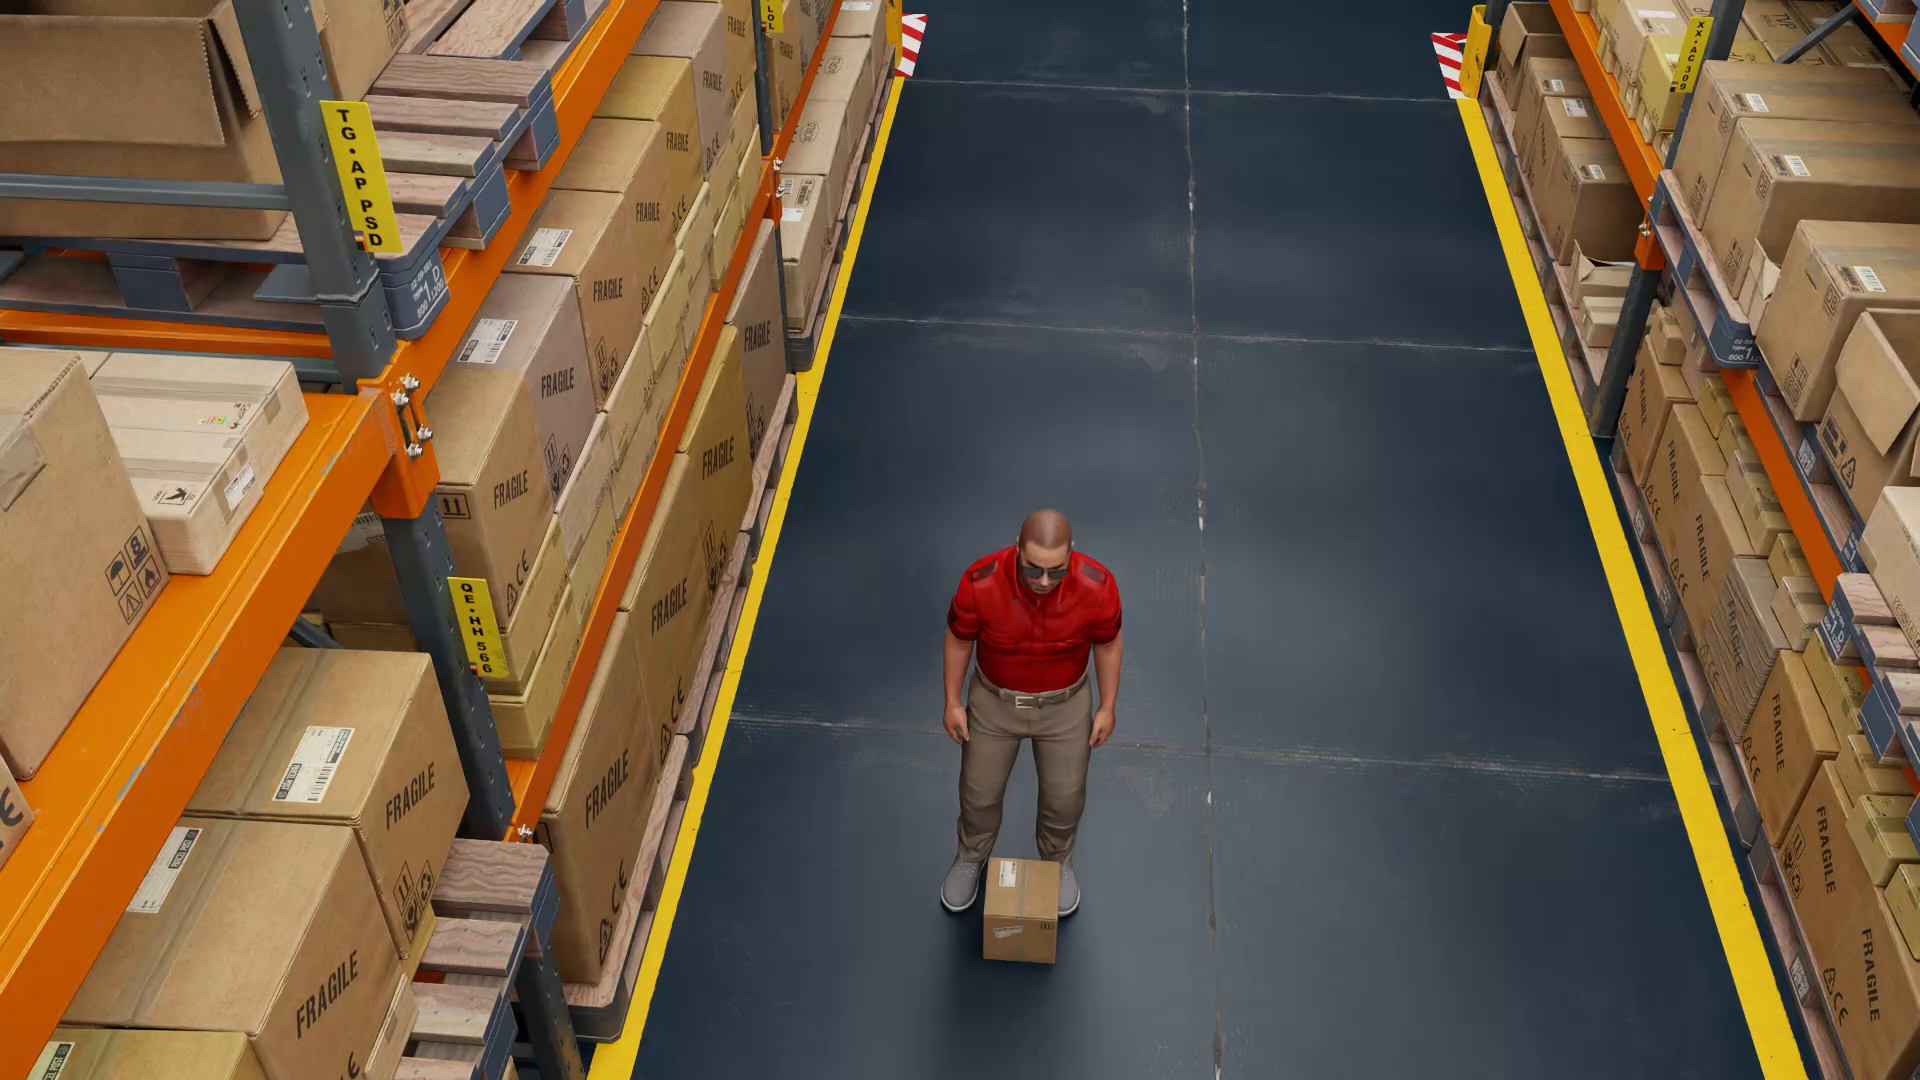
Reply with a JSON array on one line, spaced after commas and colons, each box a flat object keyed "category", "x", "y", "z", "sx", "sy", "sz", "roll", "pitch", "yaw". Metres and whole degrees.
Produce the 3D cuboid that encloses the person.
[{"category": "person", "x": 0.231, "y": 0.555, "z": 5.502, "sx": 0.590, "sy": 1.725, "sz": 0.392, "roll": 2, "pitch": 40, "yaw": 2}]
